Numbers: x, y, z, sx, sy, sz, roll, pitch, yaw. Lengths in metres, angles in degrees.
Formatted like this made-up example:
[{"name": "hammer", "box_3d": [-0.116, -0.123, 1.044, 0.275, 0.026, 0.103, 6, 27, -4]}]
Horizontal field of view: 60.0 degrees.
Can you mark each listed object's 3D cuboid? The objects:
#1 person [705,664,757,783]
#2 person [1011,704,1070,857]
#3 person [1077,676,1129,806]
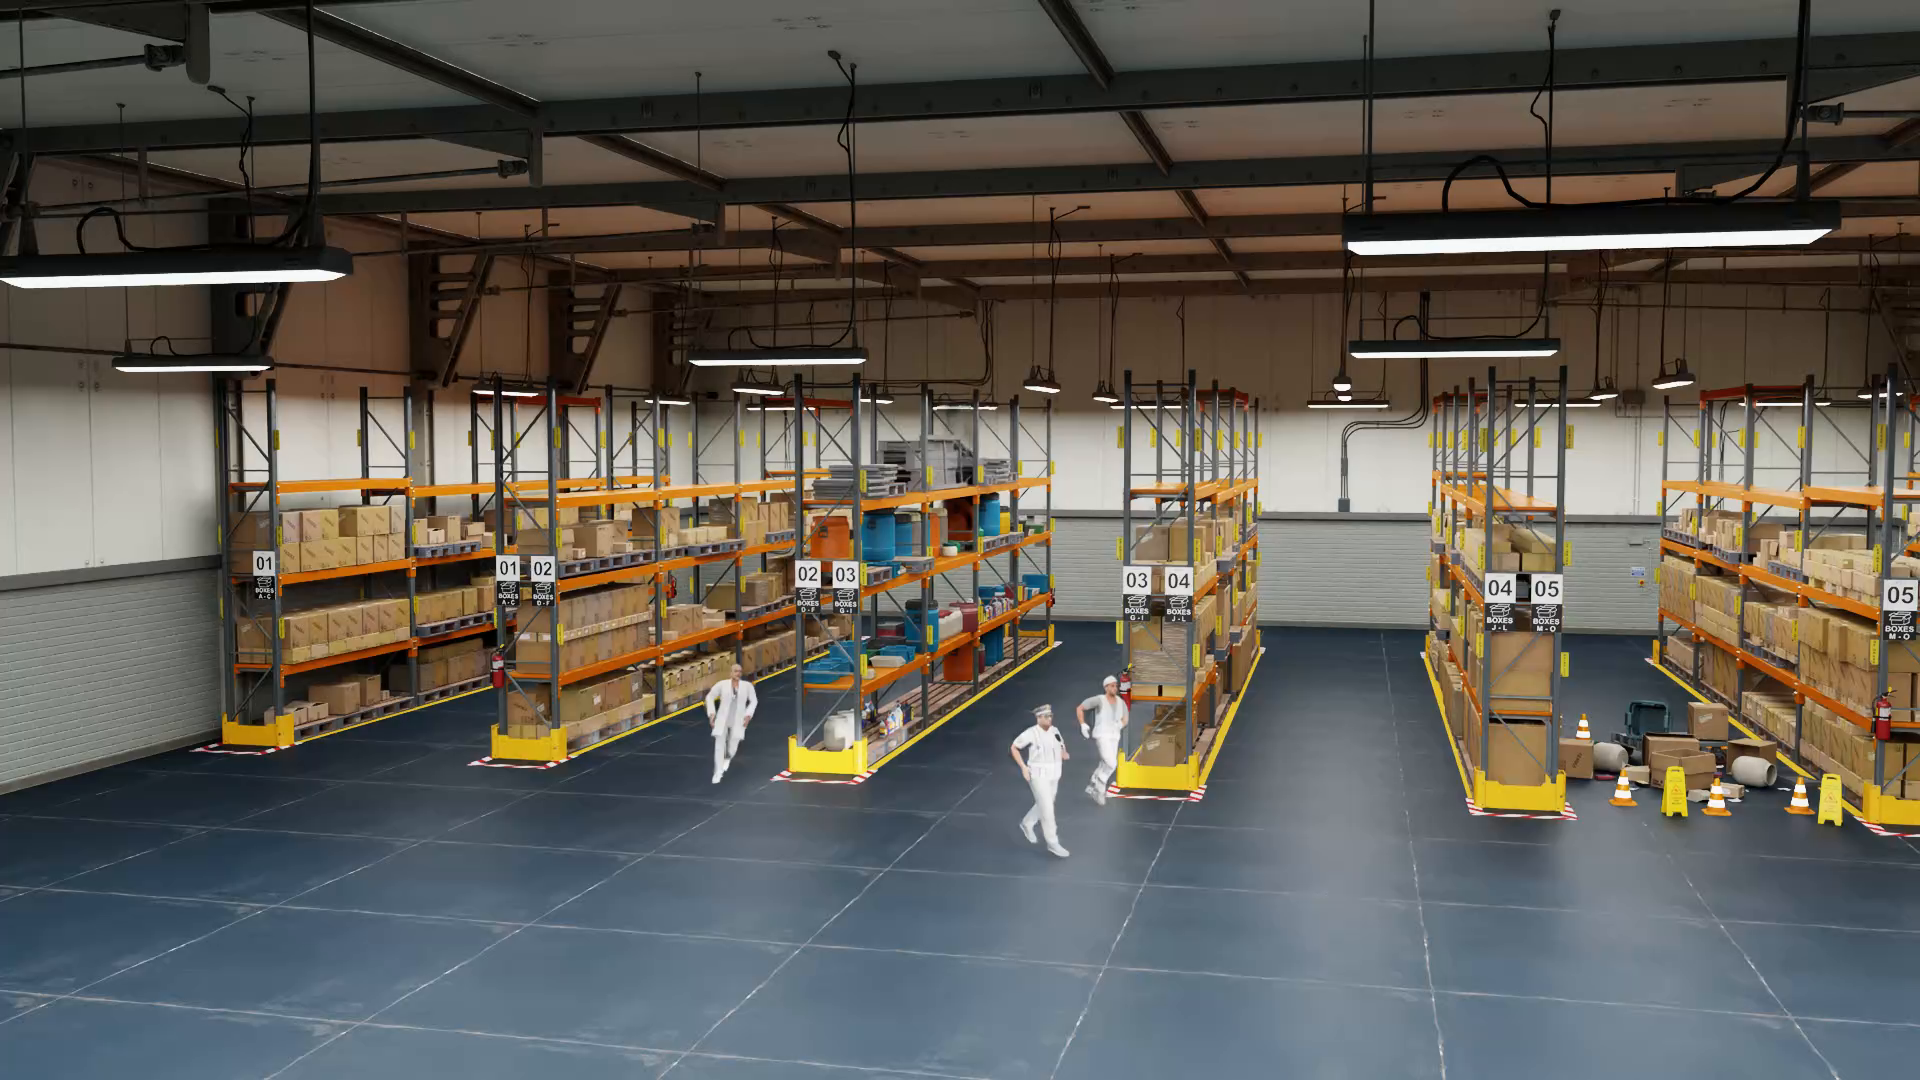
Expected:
[{"name": "person", "box_3d": [-3.370, 2.688, 24.534, 0.762, 1.727, 0.548, 0, 3, -8]}, {"name": "person", "box_3d": [1.020, 2.877, 20.218, 0.666, 1.773, 0.966, -3, 5, -42]}, {"name": "person", "box_3d": [2.012, 2.749, 22.891, 0.695, 1.752, 0.676, -2, 4, -35]}]
